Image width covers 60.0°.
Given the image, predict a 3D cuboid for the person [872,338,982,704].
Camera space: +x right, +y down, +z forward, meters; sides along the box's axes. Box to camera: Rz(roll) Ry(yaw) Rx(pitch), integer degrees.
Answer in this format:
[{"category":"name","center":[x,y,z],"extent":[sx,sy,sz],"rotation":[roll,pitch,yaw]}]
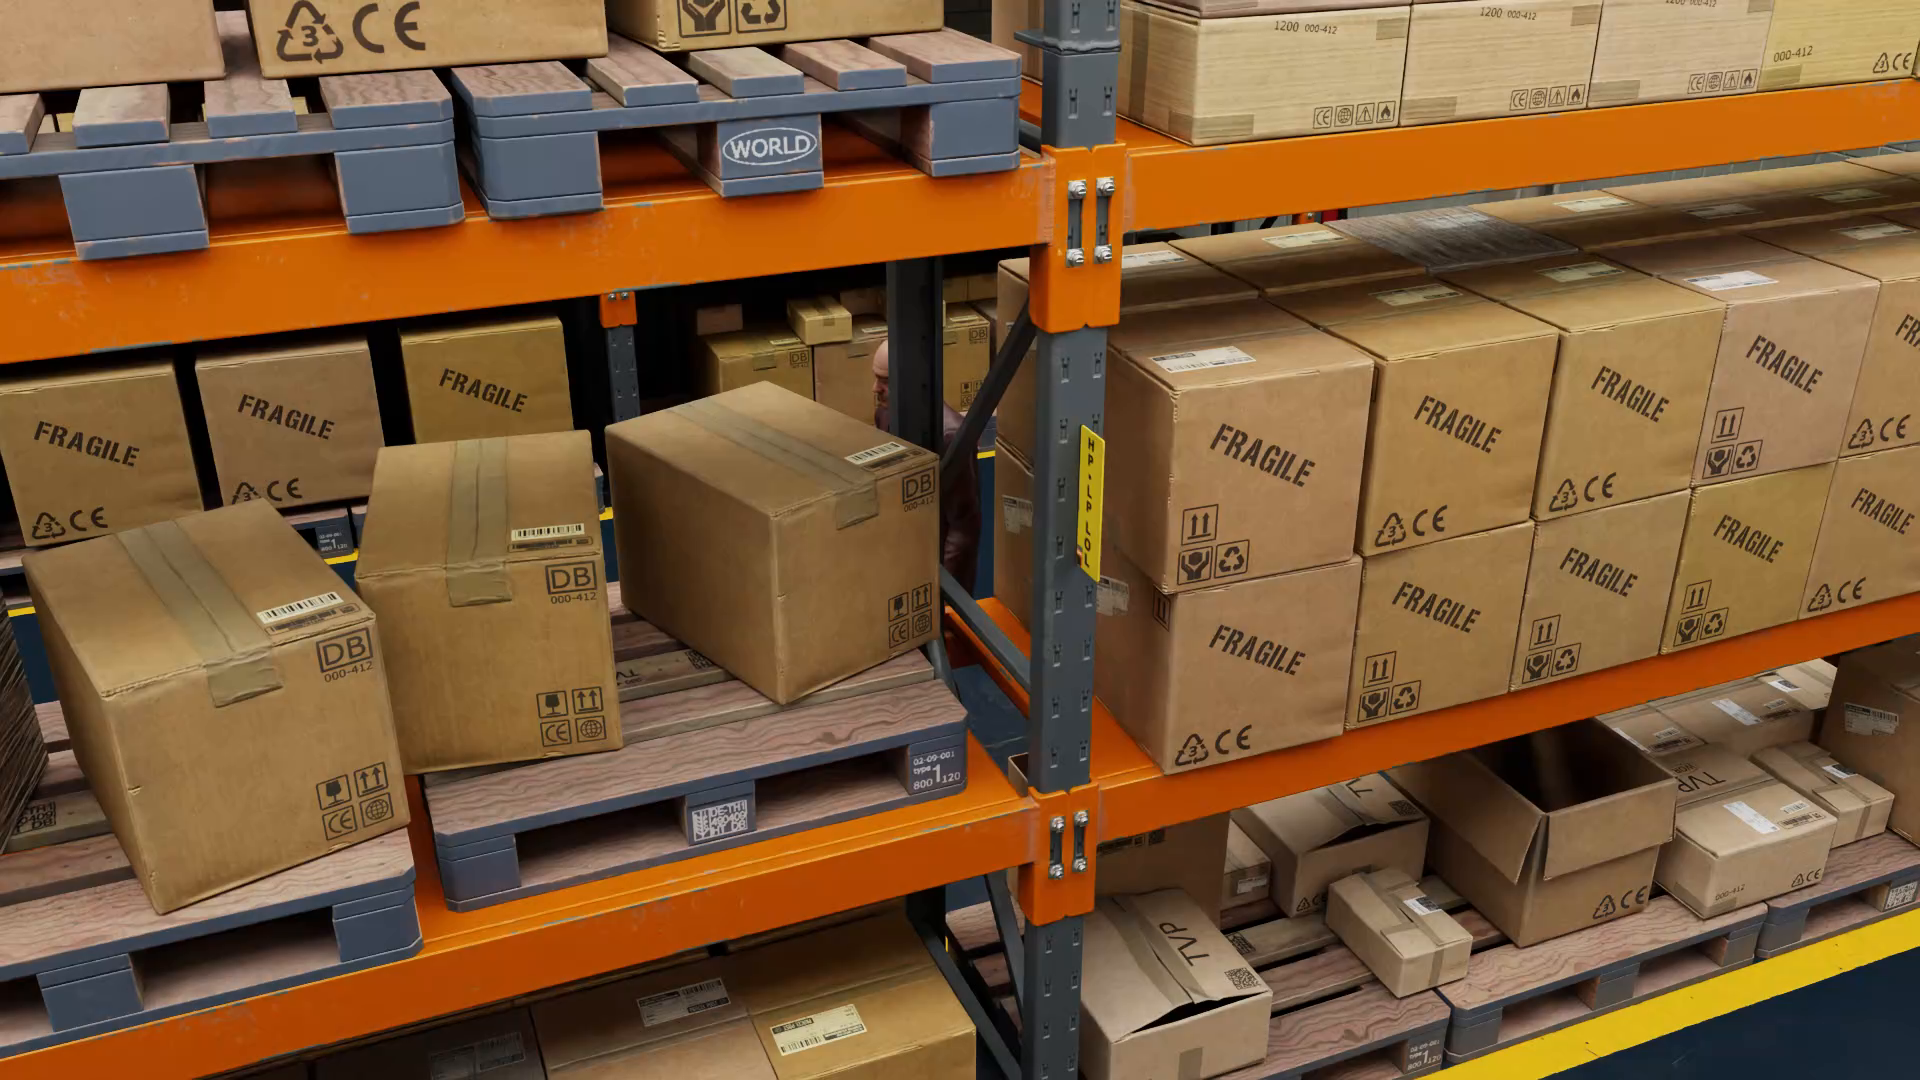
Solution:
[{"category":"person","center":[-0.147,0.100,5.920],"extent":[0.421,1.774,0.650],"rotation":[-12,28,-24]}]
